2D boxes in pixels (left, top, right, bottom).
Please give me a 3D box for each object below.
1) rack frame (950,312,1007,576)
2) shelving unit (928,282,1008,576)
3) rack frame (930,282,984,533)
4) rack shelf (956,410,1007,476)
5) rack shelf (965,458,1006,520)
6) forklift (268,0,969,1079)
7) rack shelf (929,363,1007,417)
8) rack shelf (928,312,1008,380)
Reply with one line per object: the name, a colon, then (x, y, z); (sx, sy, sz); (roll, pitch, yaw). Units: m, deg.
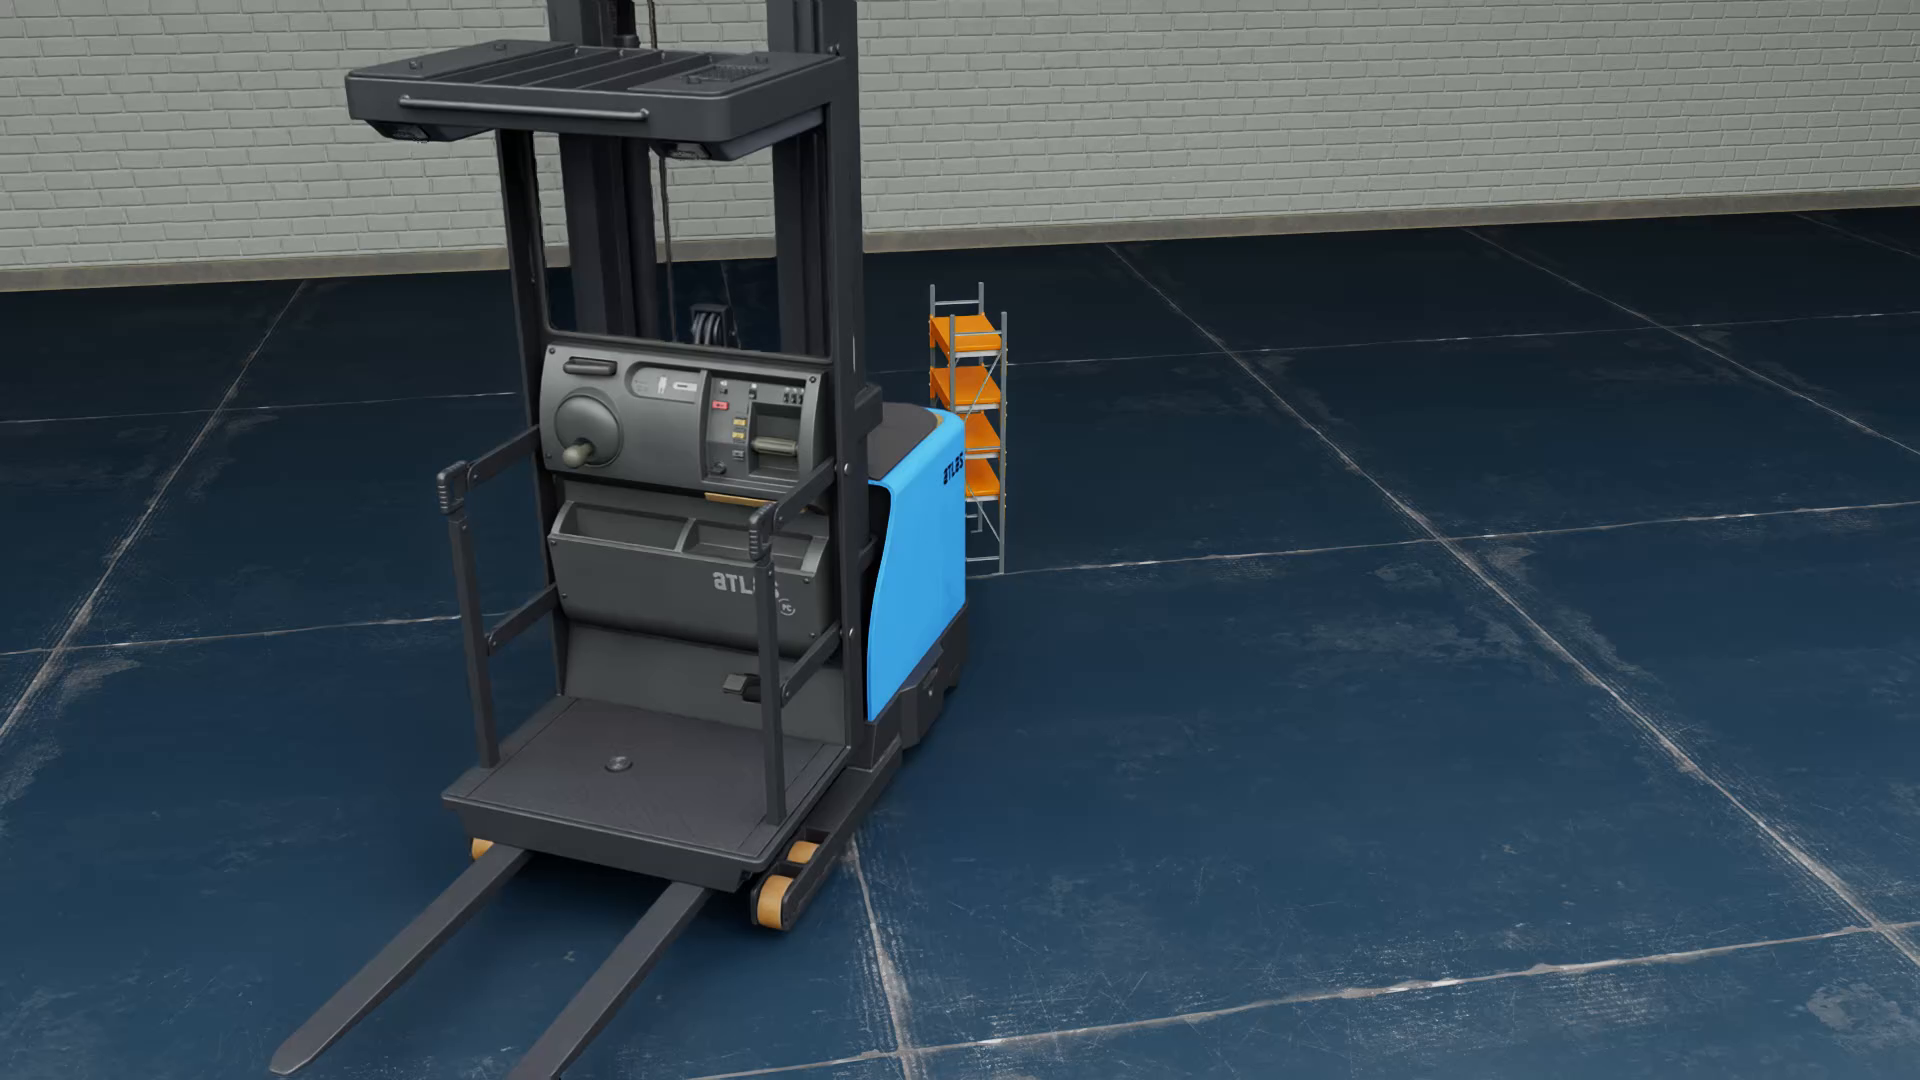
rack frame: (0.076, -0.389, 7.141); (0.240, 1.200, 0.015); (-4, 24, -10)
shelving unit: (0.031, -0.485, 7.361); (0.258, 1.200, 0.503); (-4, 24, -10)
rack frame: (-0.015, -0.581, 7.581); (0.240, 1.200, 0.015); (-4, 24, -10)
rack shelf: (0.031, -0.423, 7.388); (0.258, 0.148, 0.480); (-4, 24, -10)
rack shelf: (0.031, -0.241, 7.467); (0.258, 0.148, 0.480); (-4, 24, -10)
forklift: (-0.925, -0.343, 4.874); (1.130, 2.935, 3.031); (8, 25, 17)
rack shelf: (0.031, -0.628, 7.298); (0.258, 0.148, 0.480); (-4, 24, -10)
rack shelf: (0.031, -0.845, 7.203); (0.258, 0.148, 0.480); (-4, 24, -10)
